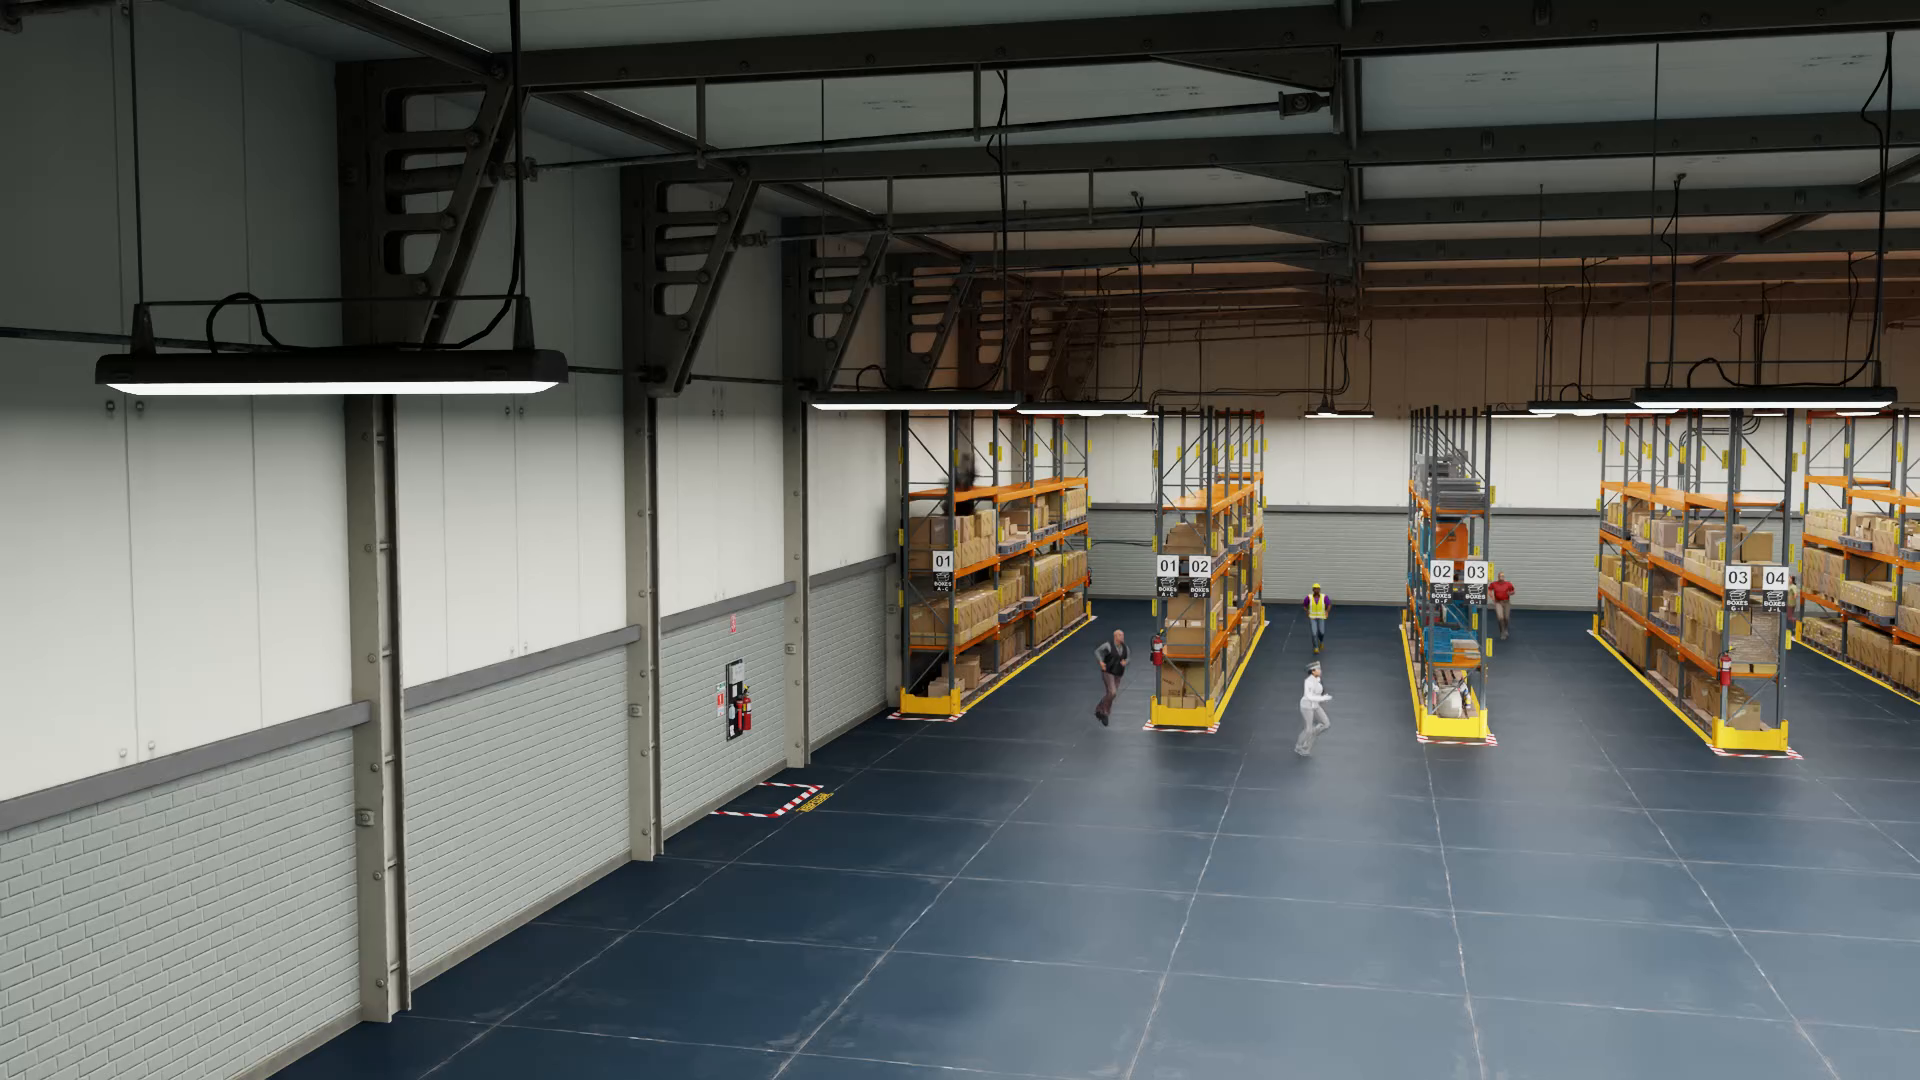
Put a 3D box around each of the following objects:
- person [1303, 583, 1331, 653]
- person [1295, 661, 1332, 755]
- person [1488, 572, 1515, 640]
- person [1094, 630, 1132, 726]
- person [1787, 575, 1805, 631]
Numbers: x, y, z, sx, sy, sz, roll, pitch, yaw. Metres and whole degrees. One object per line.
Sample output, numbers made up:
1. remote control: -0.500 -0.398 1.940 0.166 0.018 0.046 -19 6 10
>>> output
1. person: 8.770 1.926 40.854 0.674 1.719 0.569 1 4 11
2. person: 6.021 2.859 28.304 0.701 1.643 0.650 3 5 35
3. person: 14.252 1.736 43.763 0.659 1.788 0.783 0 4 7
4. person: 2.844 2.547 31.062 0.690 1.748 0.674 -2 5 -31
5. person: 22.339 1.749 44.603 0.784 1.655 0.682 0 4 6
